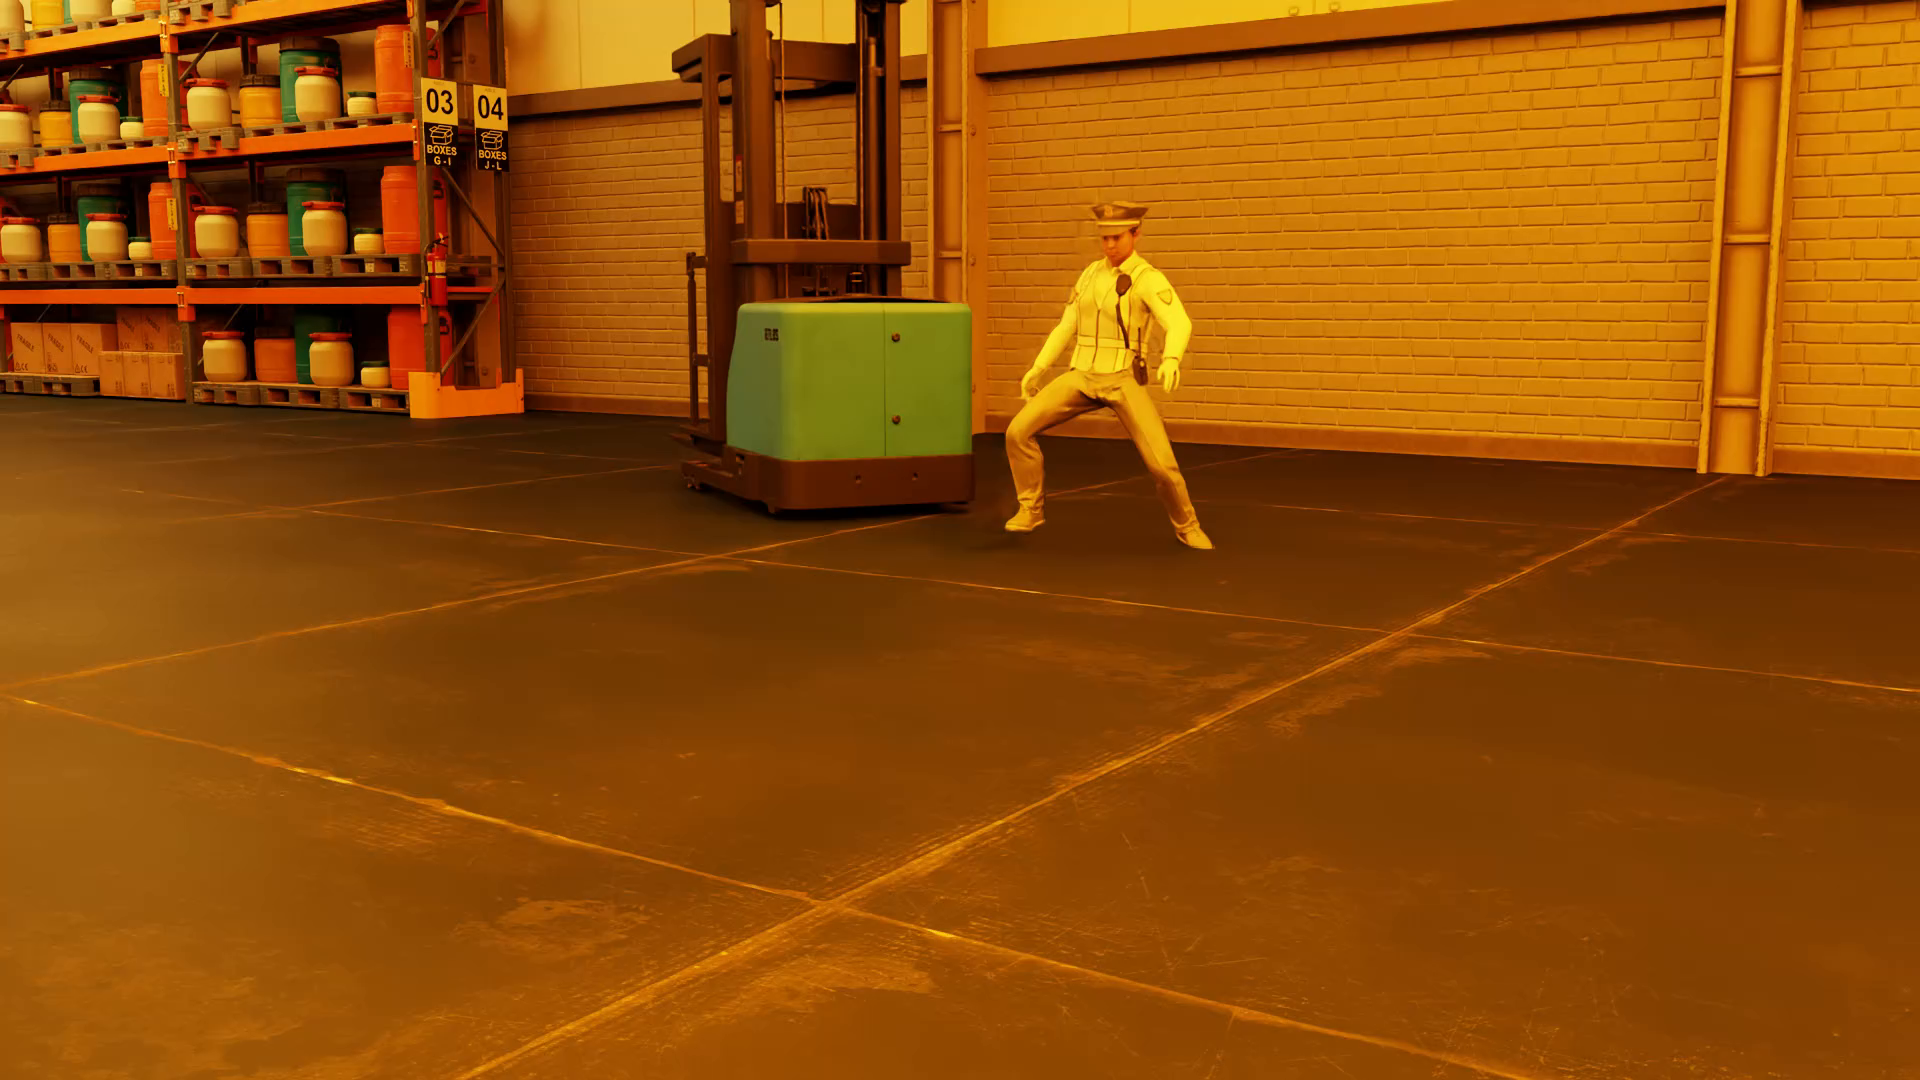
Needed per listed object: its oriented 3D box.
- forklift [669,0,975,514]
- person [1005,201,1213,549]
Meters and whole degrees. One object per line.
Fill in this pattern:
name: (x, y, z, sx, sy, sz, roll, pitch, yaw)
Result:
forklift: (-0.982, -1.747, 9.481, 1.130, 2.935, 3.031, -4, 9, -24)
person: (0.696, -0.711, 7.336, 0.881, 1.545, 0.687, 7, 10, 39)
